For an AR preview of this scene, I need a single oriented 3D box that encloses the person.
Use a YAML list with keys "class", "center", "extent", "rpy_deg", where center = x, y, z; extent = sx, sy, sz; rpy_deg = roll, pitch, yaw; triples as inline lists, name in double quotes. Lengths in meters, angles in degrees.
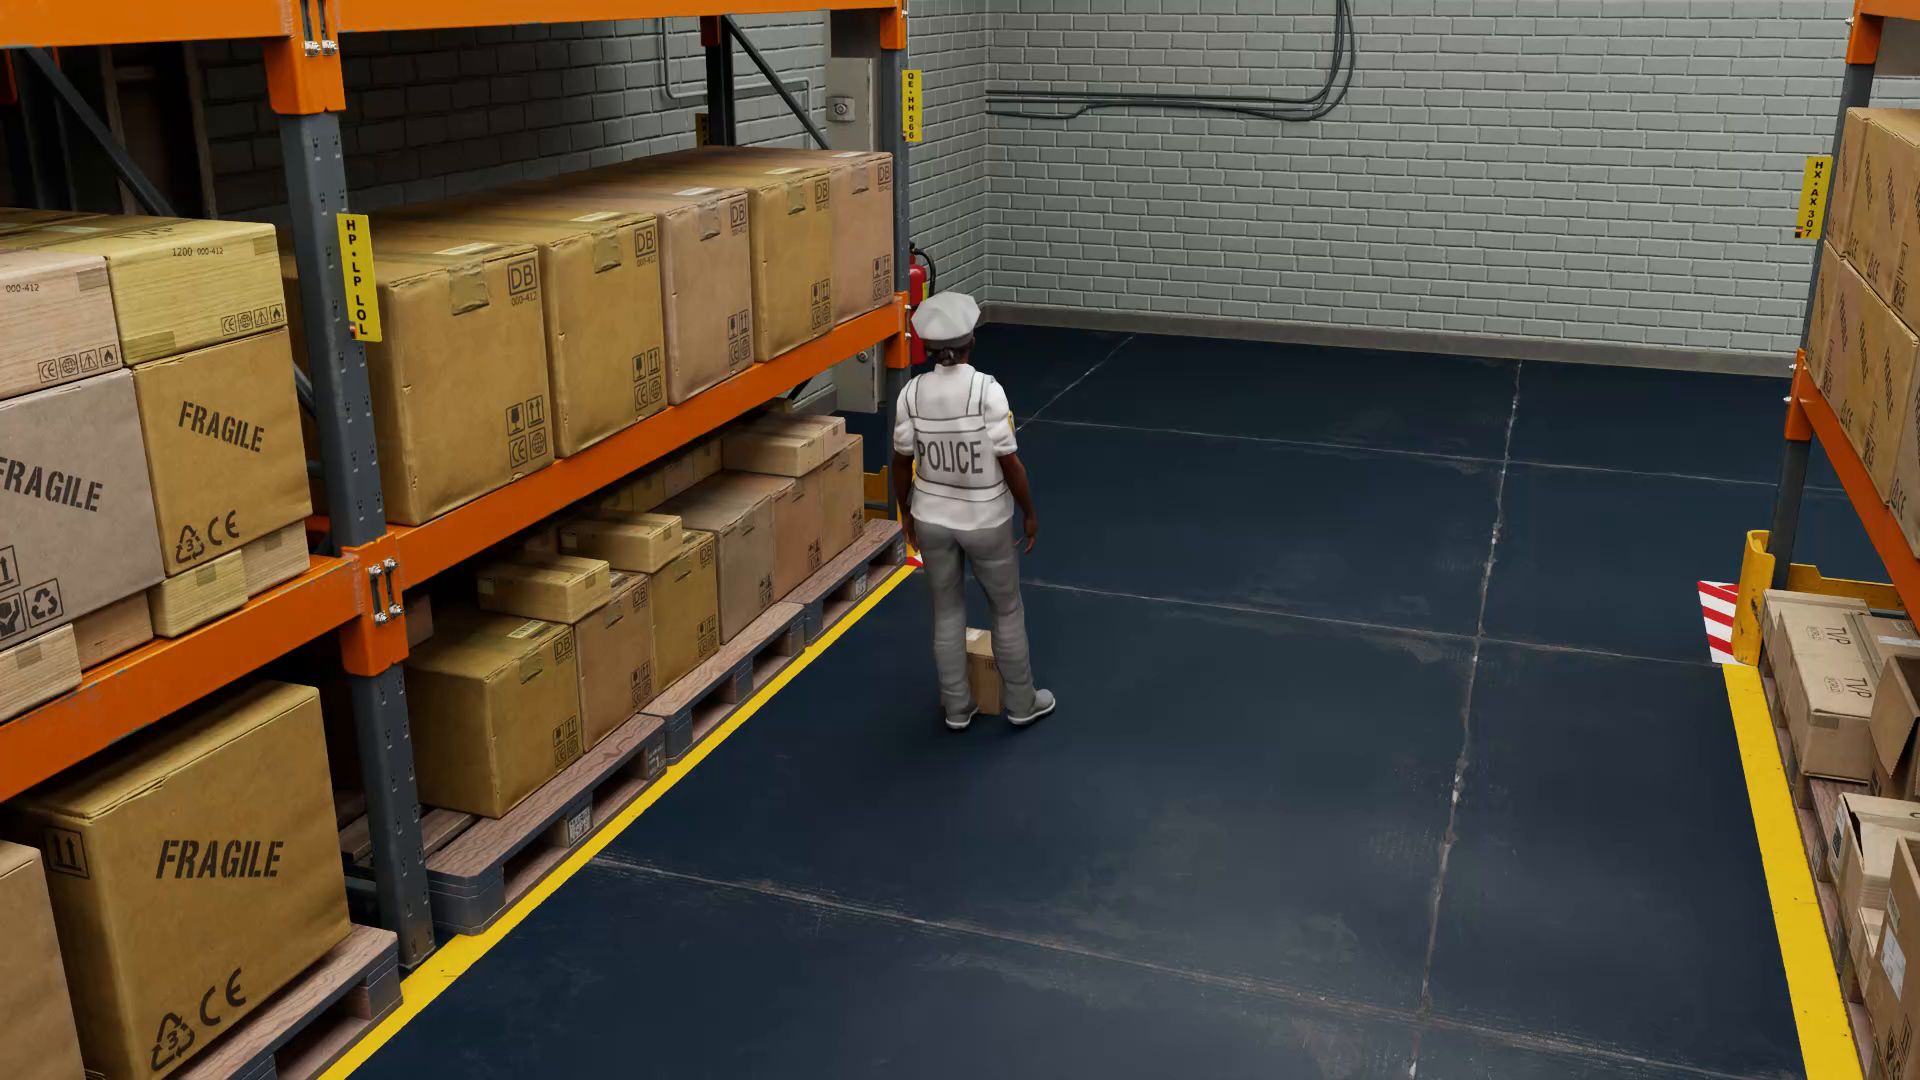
- class: "person"
  center: [0.048, -0.099, 6.273]
  extent: [0.569, 1.695, 0.530]
  rpy_deg: [6, 20, 18]
